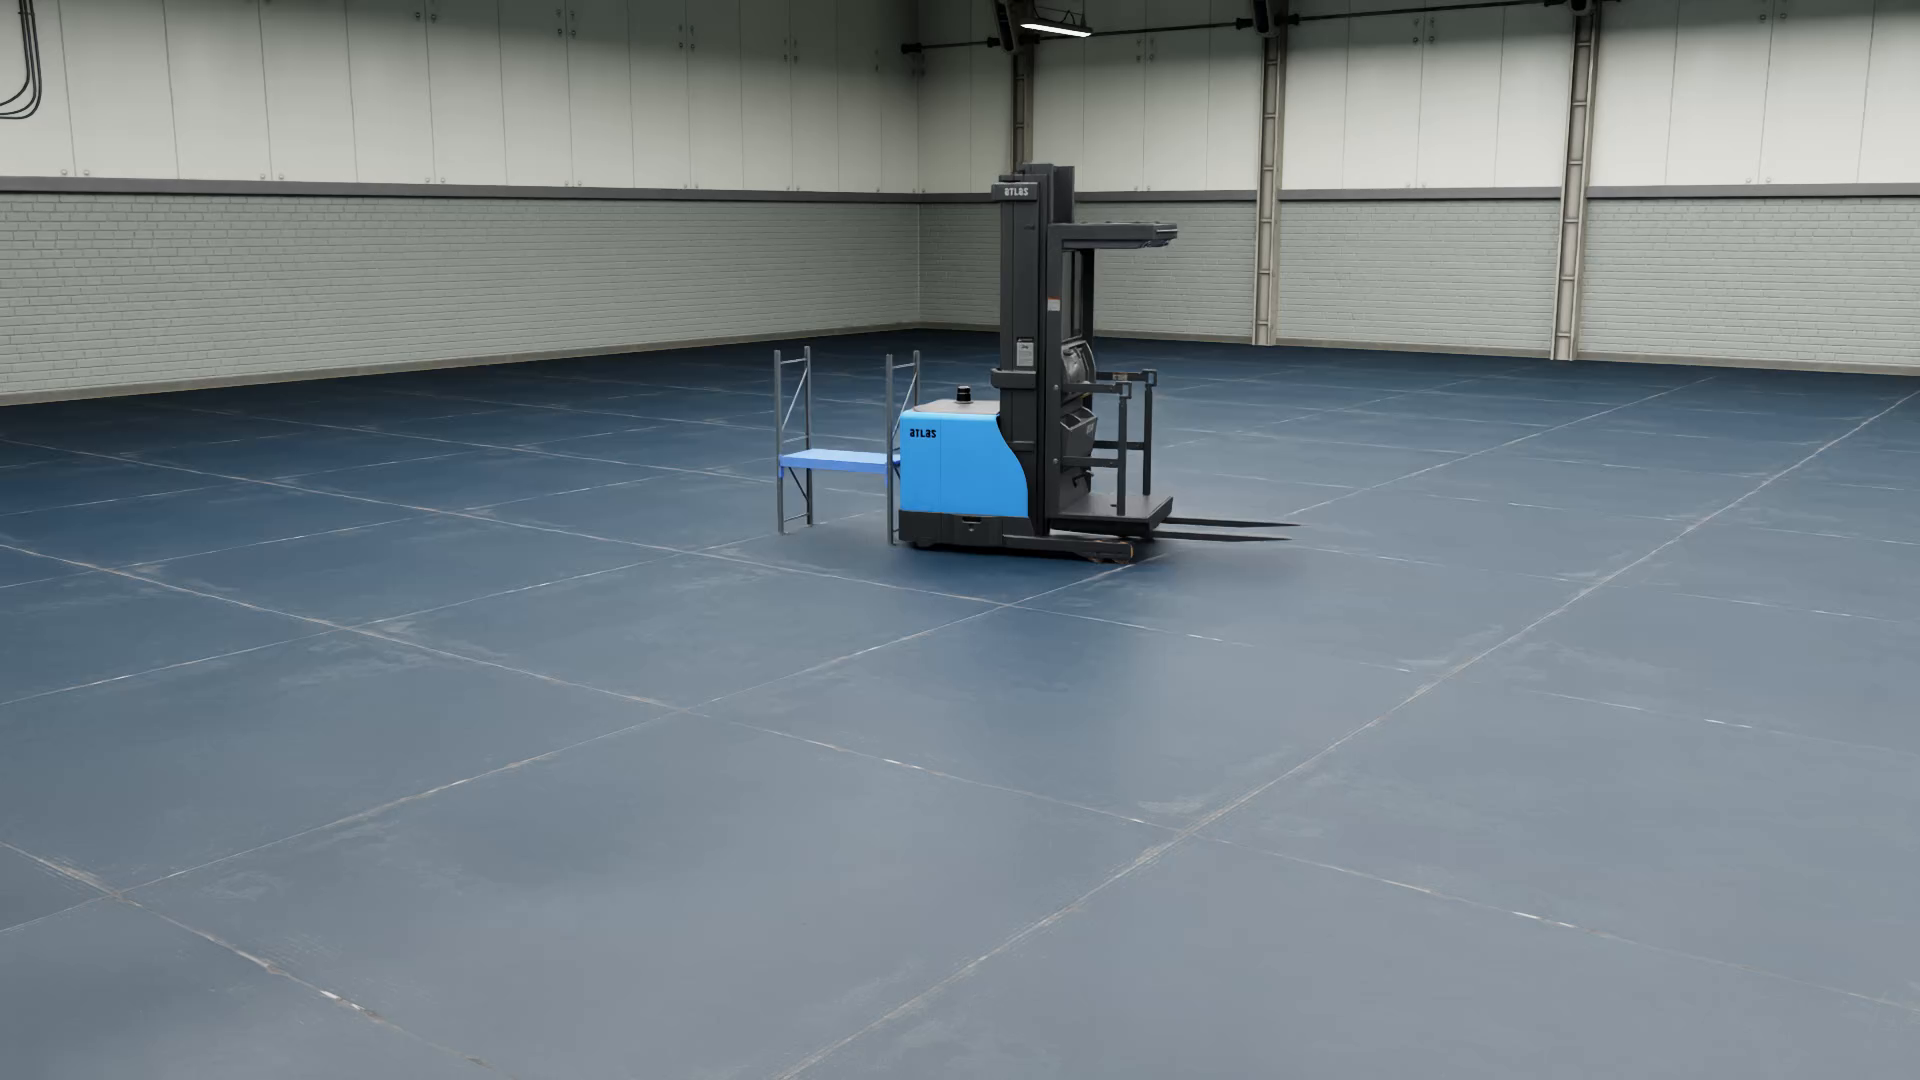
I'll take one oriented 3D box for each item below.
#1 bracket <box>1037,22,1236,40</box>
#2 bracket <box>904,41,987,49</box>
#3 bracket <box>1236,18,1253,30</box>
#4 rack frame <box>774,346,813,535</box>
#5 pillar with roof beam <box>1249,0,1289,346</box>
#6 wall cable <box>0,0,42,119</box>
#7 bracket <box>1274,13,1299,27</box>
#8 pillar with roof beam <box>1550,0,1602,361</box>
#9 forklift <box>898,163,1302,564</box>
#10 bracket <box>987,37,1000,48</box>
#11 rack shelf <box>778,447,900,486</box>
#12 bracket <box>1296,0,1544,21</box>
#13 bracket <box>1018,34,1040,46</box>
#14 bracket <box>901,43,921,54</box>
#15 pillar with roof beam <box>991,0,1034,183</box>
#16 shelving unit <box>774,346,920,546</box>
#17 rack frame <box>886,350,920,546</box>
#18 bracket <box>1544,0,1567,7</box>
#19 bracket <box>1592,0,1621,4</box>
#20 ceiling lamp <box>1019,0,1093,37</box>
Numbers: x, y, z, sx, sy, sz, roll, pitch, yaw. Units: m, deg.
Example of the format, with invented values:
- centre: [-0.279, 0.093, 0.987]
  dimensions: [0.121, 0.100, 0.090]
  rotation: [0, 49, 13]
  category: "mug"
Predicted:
- centre: [3.563, -10.443, 34.156]
  dimensions: [4.783, 0.066, 0.076]
  rotation: [8, 13, 36]
  category: "bracket"
- centre: [-0.617, -11.026, 37.169]
  dimensions: [3.189, 0.066, 0.076]
  rotation: [8, 13, 36]
  category: "bracket"
- centre: [5.653, -10.151, 32.649]
  dimensions: [0.430, 0.232, 0.235]
  rotation: [8, 13, 36]
  category: "bracket"
- centre: [-1.360, -0.818, 13.626]
  dimensions: [0.032, 1.500, 0.500]
  rotation: [5, 12, 26]
  category: "rack frame"
- centre: [3.650, -7.732, 29.624]
  dimensions: [0.548, 9.000, 9.100]
  rotation: [8, 13, 36]
  category: "pillar with roof beam"
- centre: [-13.243, -7.899, 21.529]
  dimensions: [0.169, 6.003, 2.305]
  rotation: [8, 13, 36]
  category: "wall cable"
- centre: [6.322, -10.058, 32.166]
  dimensions: [0.430, 0.232, 0.235]
  rotation: [8, 13, 36]
  category: "bracket"
- centre: [8.486, -7.058, 26.137]
  dimensions: [0.548, 9.000, 9.100]
  rotation: [8, 13, 36]
  category: "pillar with roof beam"
- centre: [1.095, -1.374, 12.732]
  dimensions: [3.031, 2.935, 1.130]
  rotation: [3, 11, 17]
  category: "forklift"
- centre: [0.817, -10.826, 36.135]
  dimensions: [0.430, 0.232, 0.235]
  rotation: [8, 13, 36]
  category: "bracket"
- centre: [-0.904, -0.599, 13.441]
  dimensions: [1.000, 0.185, 0.538]
  rotation: [5, 12, 26]
  category: "rack shelf"
- centre: [8.399, -9.768, 30.669]
  dimensions: [4.783, 0.066, 0.076]
  rotation: [8, 13, 36]
  category: "bracket"
- centre: [1.486, -10.732, 35.653]
  dimensions: [0.430, 0.232, 0.235]
  rotation: [8, 13, 36]
  category: "bracket"
- centre: [-1.093, -11.092, 37.513]
  dimensions: [0.430, 0.232, 0.235]
  rotation: [8, 13, 36]
  category: "bracket"
- centre: [-1.186, -8.407, 33.110]
  dimensions: [0.548, 9.000, 9.100]
  rotation: [8, 13, 36]
  category: "pillar with roof beam"
- centre: [-0.904, -0.776, 13.407]
  dimensions: [1.048, 1.500, 0.538]
  rotation: [5, 12, 26]
  category: "shelving unit"
- centre: [-0.447, -0.733, 13.188]
  dimensions: [0.032, 1.500, 0.500]
  rotation: [5, 12, 26]
  category: "rack frame"
- centre: [10.489, -9.477, 29.162]
  dimensions: [0.430, 0.232, 0.235]
  rotation: [8, 13, 36]
  category: "bracket"
- centre: [11.158, -9.383, 28.679]
  dimensions: [0.430, 0.232, 0.235]
  rotation: [8, 13, 36]
  category: "bracket"
- centre: [1.540, -10.738, 29.792]
  dimensions: [0.800, 3.185, 2.000]
  rotation: [8, 13, 36]
  category: "ceiling lamp"
